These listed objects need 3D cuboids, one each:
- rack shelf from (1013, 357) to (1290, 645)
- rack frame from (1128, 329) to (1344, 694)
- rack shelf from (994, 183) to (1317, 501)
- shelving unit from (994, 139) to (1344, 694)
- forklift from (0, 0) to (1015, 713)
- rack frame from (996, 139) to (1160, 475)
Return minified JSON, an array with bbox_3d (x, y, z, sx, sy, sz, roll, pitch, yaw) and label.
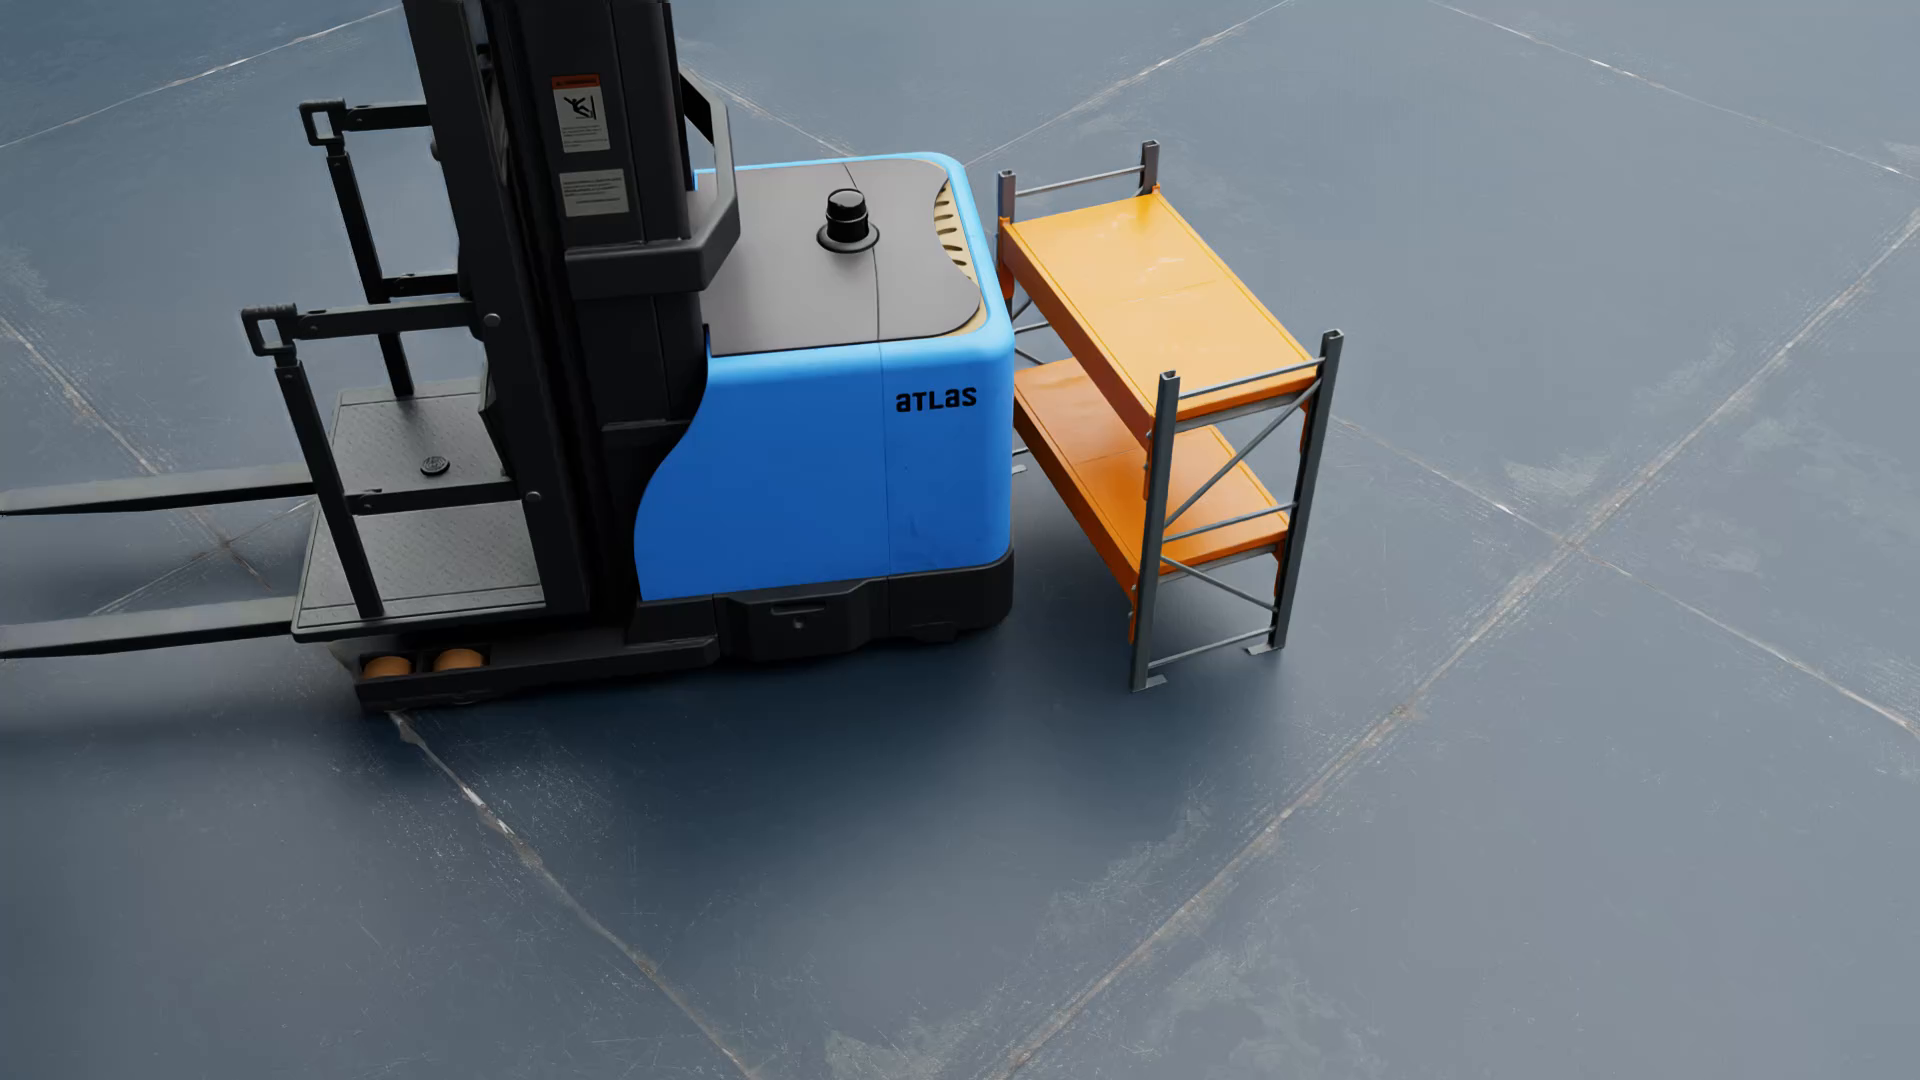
[{"bbox_3d":[0.533,-0.186,4.983,0.538,0.278,1.000,-15,45,-16],"label":"rack shelf"},{"bbox_3d":[0.721,-0.045,4.470,0.500,1.125,0.032,-15,45,-16],"label":"rack frame"},{"bbox_3d":[0.533,-0.581,4.618,0.538,0.278,1.000,-15,45,-16],"label":"rack shelf"},{"bbox_3d":[0.533,-0.366,4.817,0.538,1.125,1.048,-15,45,-16],"label":"shelving unit"},{"bbox_3d":[-1.406,-0.973,4.143,3.031,2.935,1.130,-6,43,-6],"label":"forklift"},{"bbox_3d":[0.345,-0.686,5.164,0.500,1.125,0.032,-15,45,-16],"label":"rack frame"}]
